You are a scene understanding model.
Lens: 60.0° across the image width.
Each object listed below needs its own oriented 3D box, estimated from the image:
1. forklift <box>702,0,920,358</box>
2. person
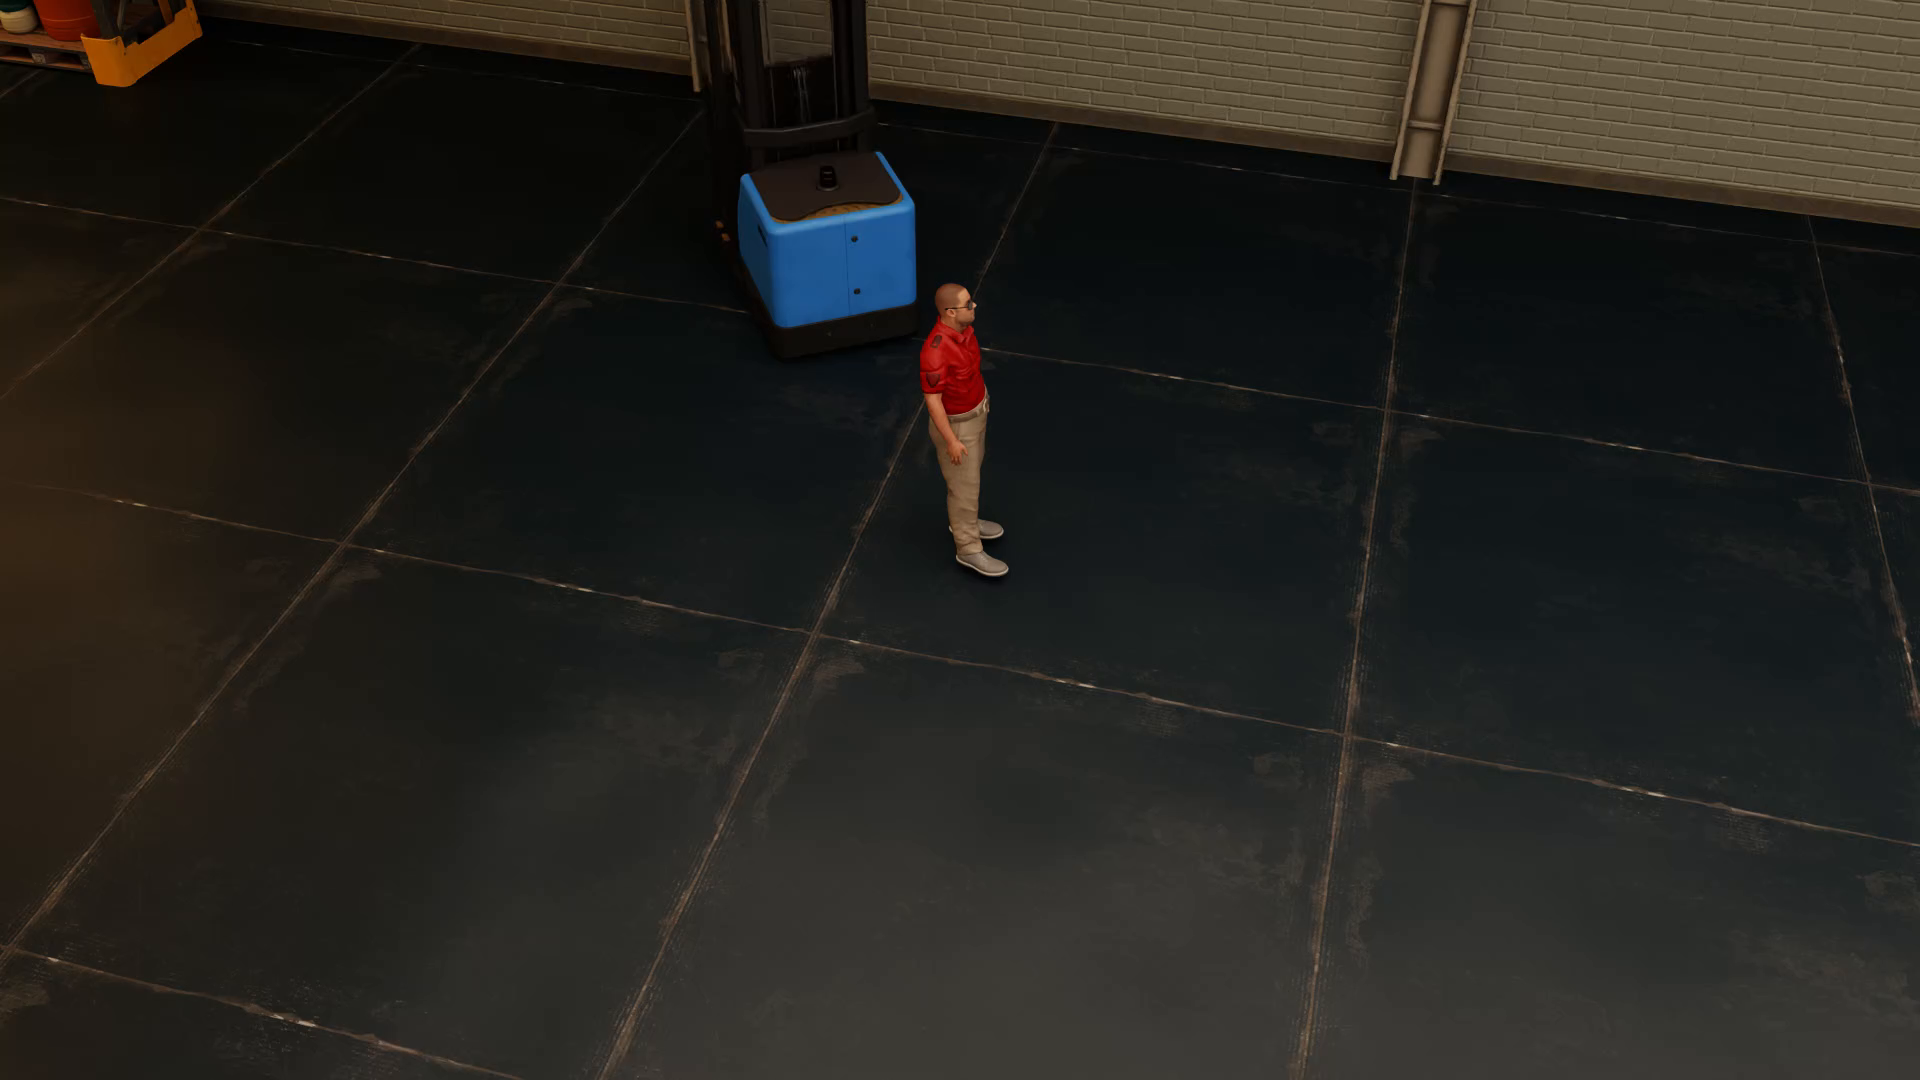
[{"bbox_3d":[-1.253,-3.333,11.663,1.130,2.935,3.031,-13,43,-15],"label":"forklift"},{"bbox_3d":[0.084,-0.664,9.457,0.550,1.727,0.641,10,42,11],"label":"person"}]
